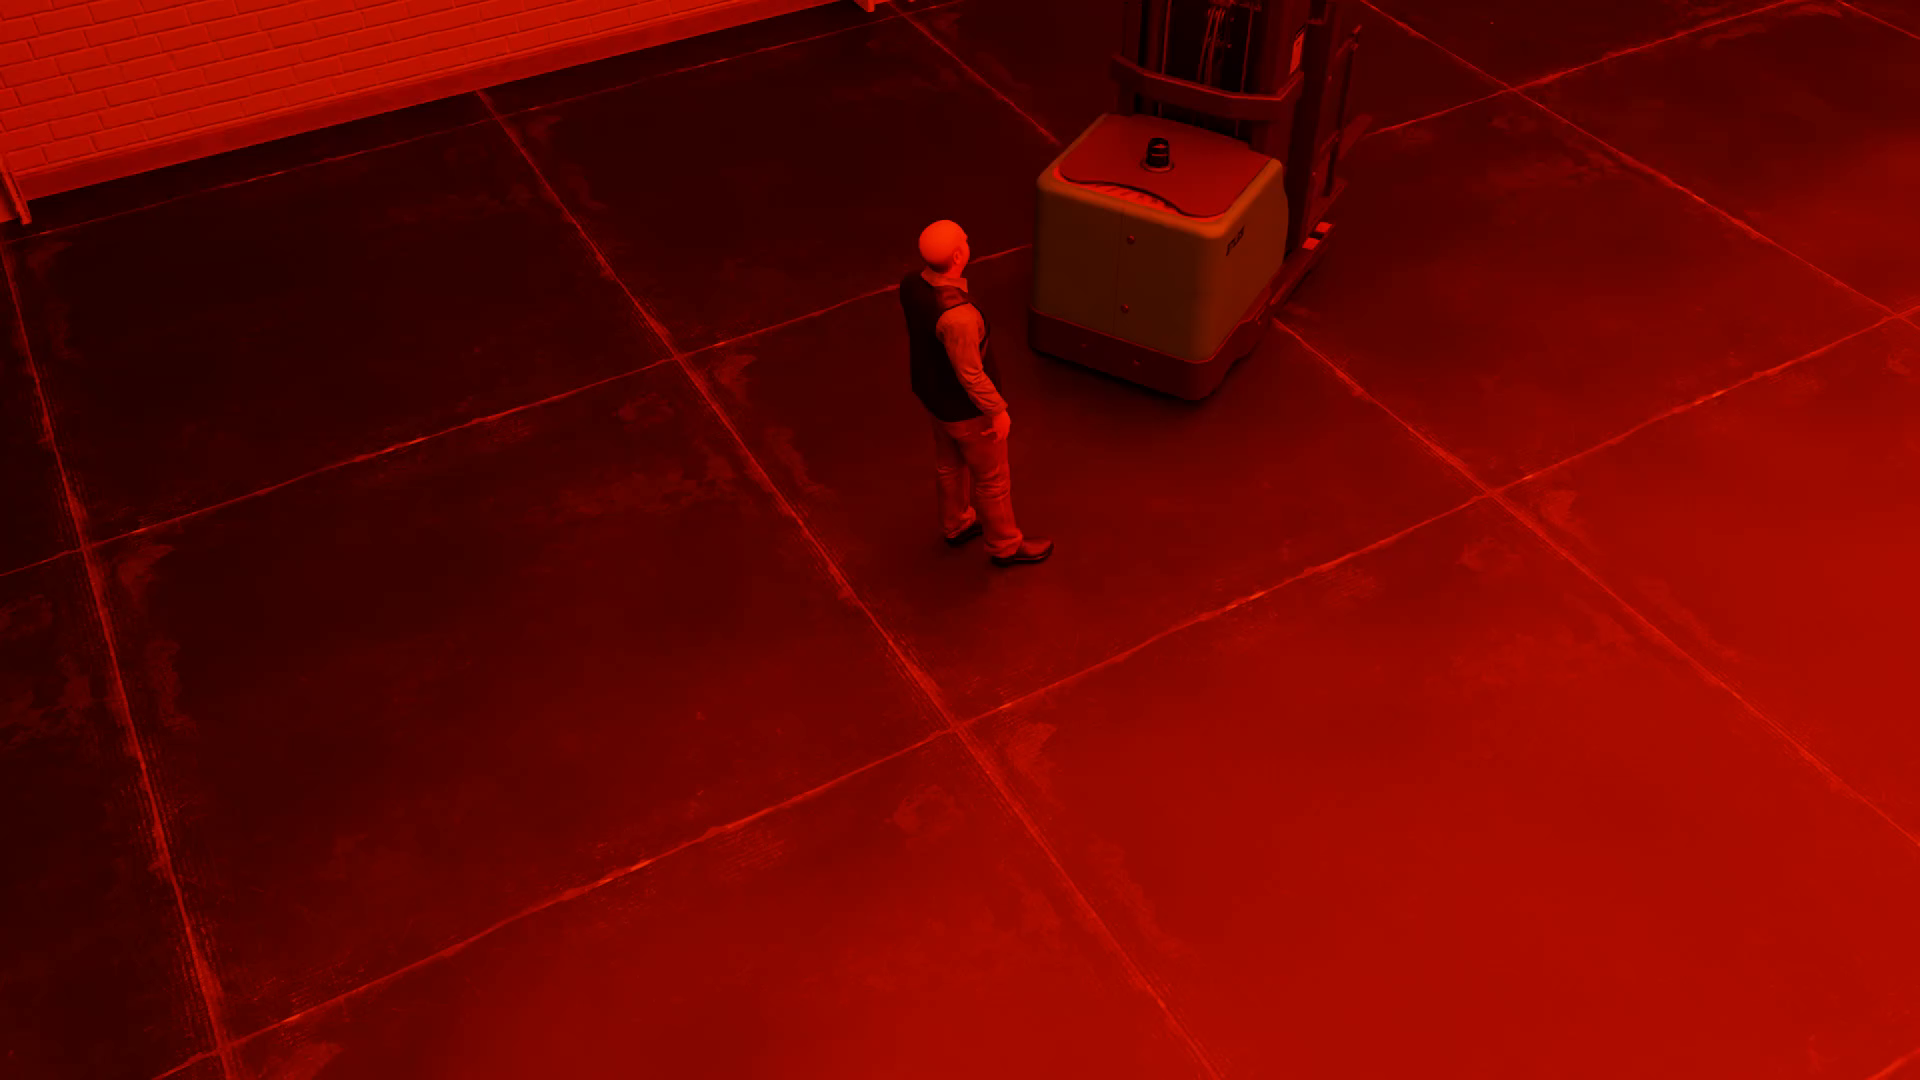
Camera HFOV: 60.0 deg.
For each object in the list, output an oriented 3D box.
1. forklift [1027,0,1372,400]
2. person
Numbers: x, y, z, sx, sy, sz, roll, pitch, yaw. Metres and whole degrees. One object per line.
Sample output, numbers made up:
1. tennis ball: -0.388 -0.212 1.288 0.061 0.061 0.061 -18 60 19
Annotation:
1. forklift: 1.530 -2.782 8.697 1.130 2.935 3.031 21 47 21
2. person: 0.058 -0.653 7.280 0.568 1.720 0.632 -21 47 -21
